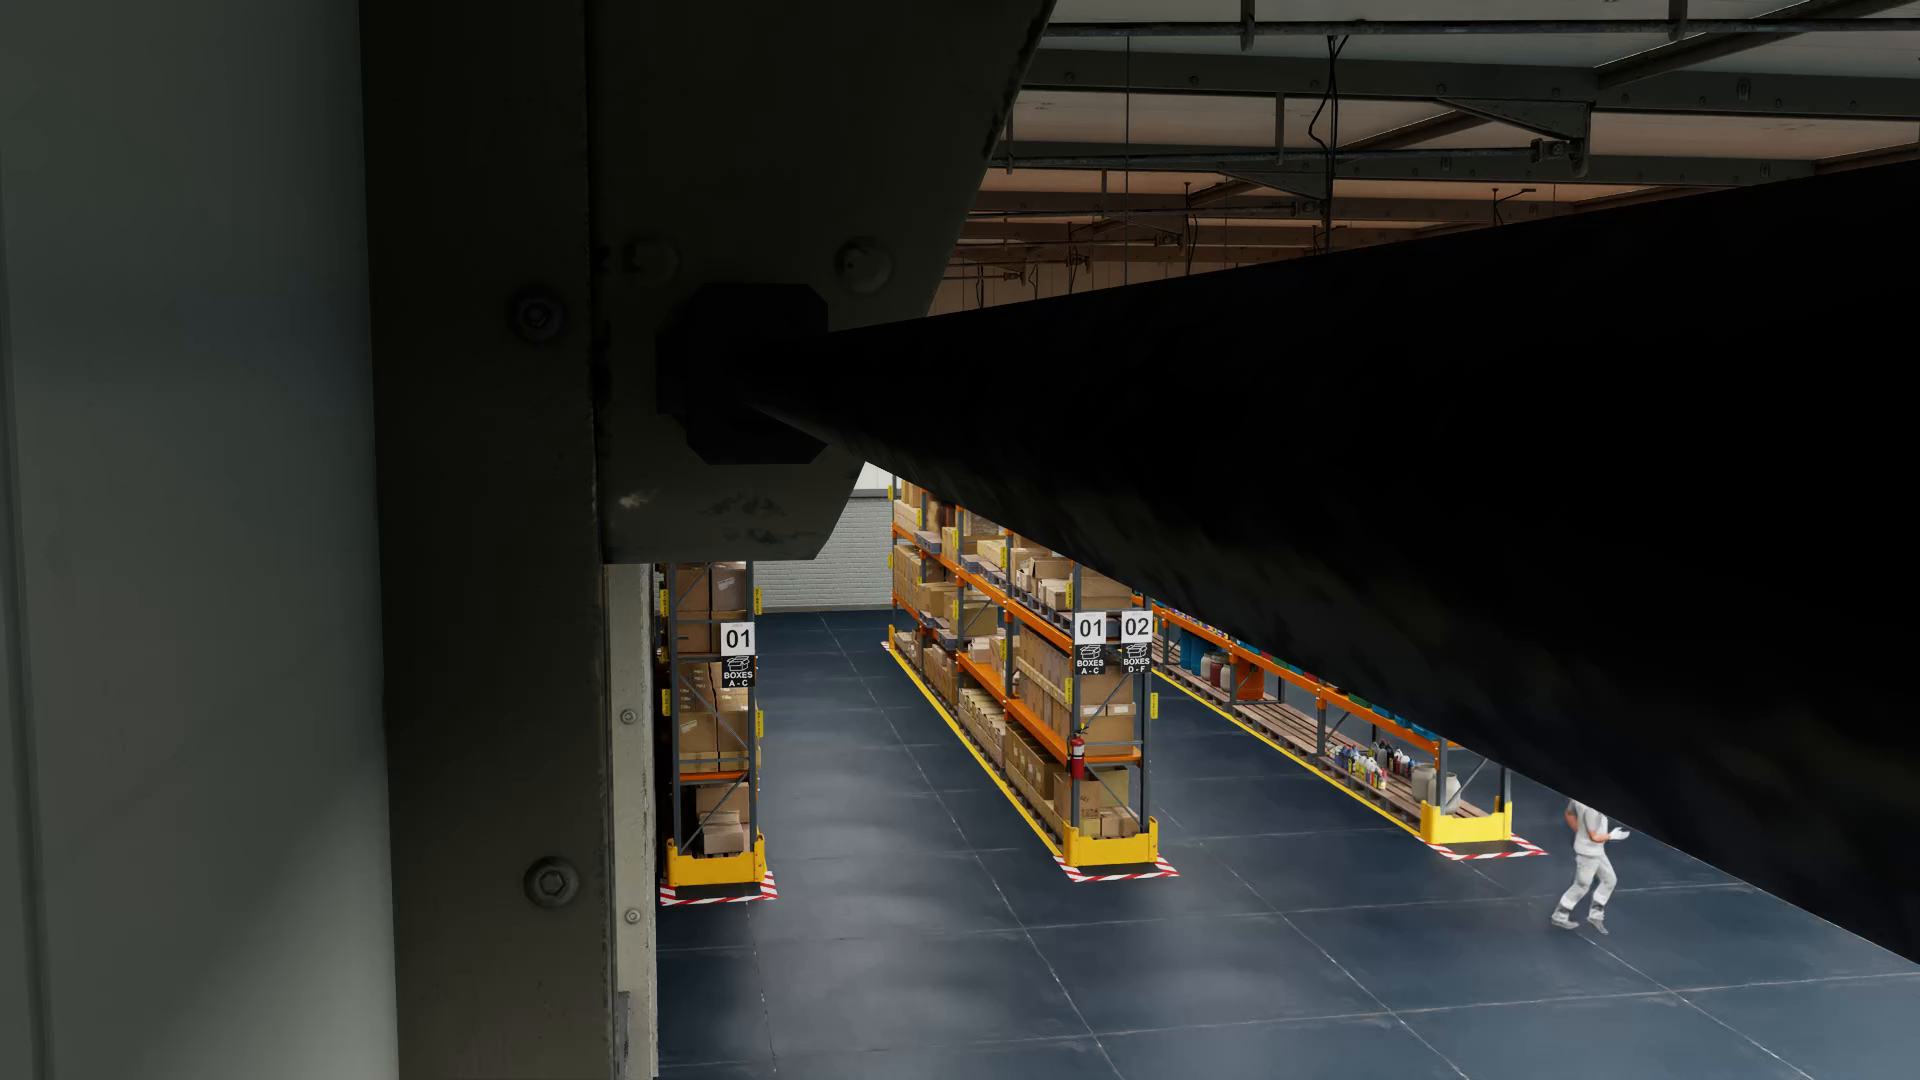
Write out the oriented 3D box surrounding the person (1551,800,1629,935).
[{"bbox_3d":[6.926,3.477,18.275,0.764,1.836,0.630,2,7,19],"label":"person"}]
